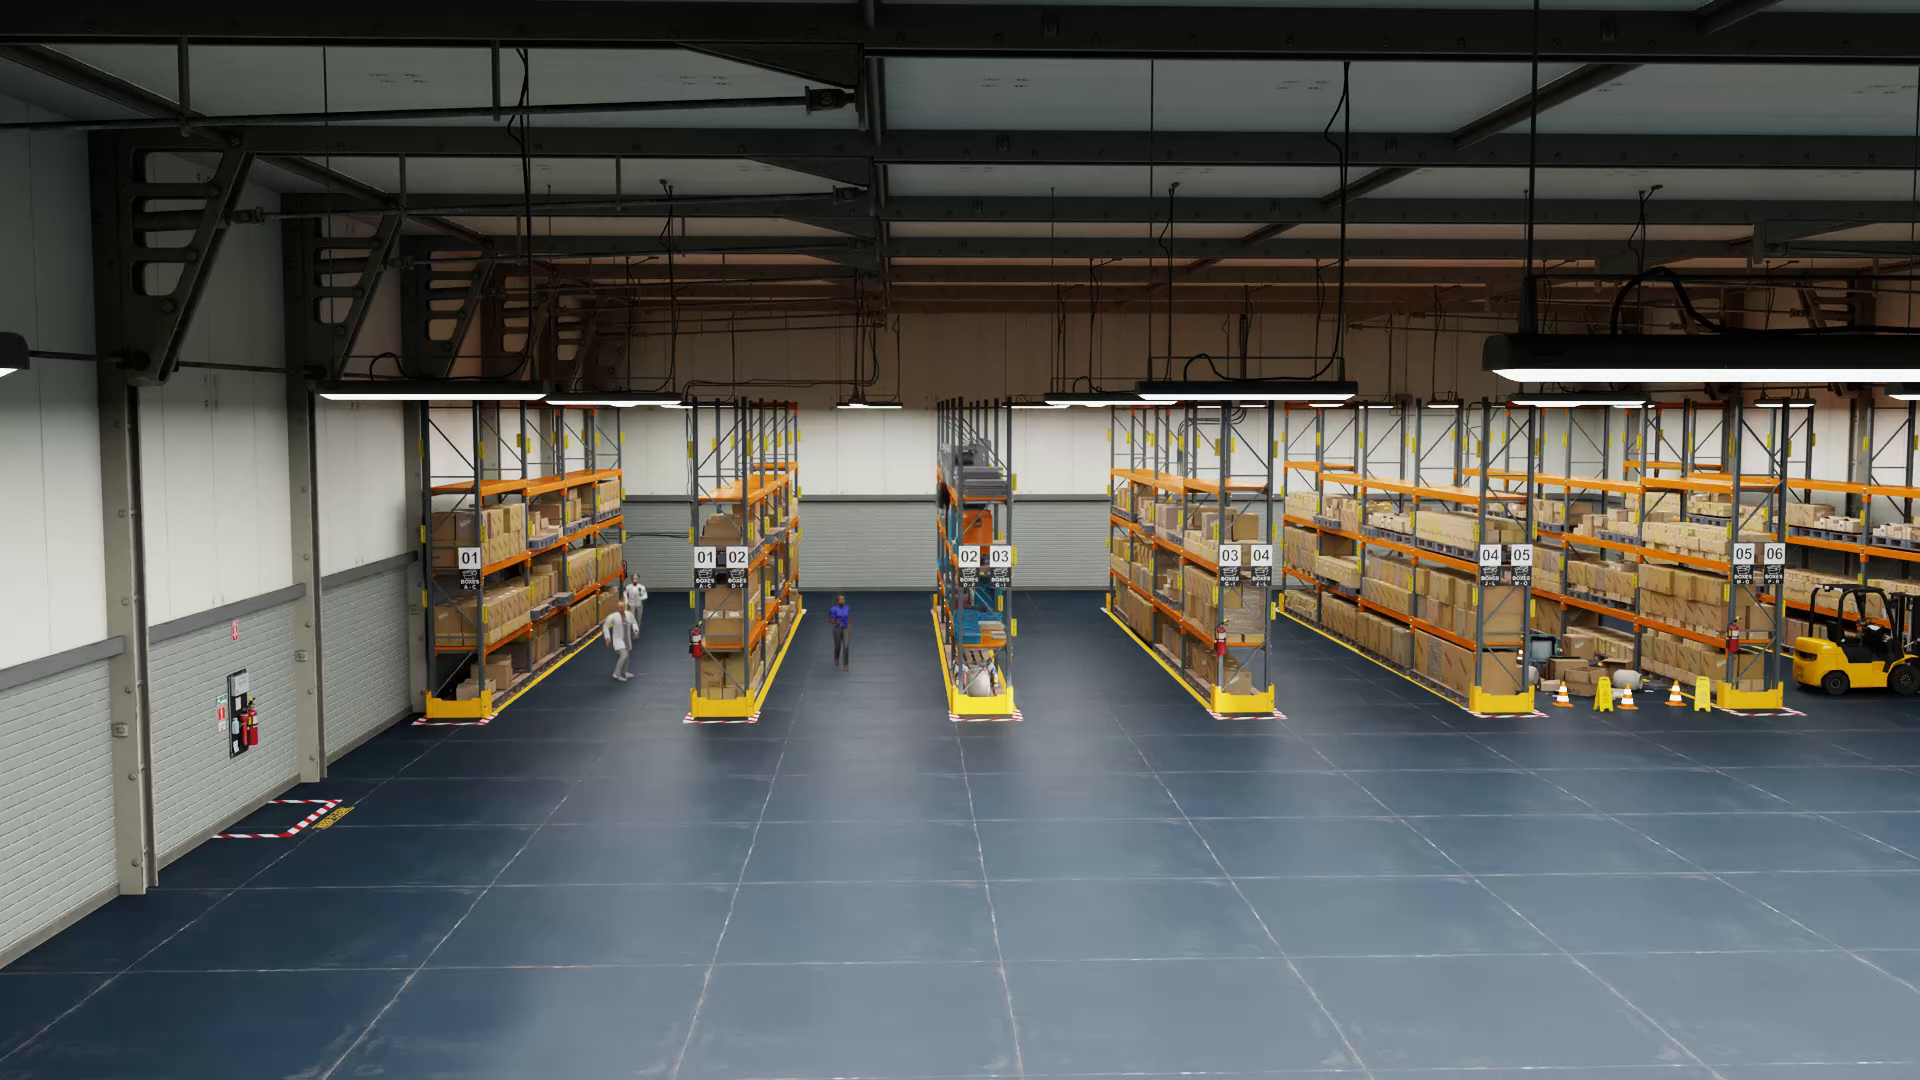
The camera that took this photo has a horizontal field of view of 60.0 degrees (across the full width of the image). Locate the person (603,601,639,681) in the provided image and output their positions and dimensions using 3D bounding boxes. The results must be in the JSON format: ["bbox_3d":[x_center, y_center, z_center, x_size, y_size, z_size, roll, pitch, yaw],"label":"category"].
[{"bbox_3d":[-7.171,2.164,35.466,0.876,1.745,0.686,3,6,38],"label":"person"}]

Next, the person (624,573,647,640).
[{"bbox_3d":[-8.113,1.672,41.580,0.599,1.665,0.650,-1,4,-8],"label":"person"}]

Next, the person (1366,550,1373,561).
[{"bbox_3d":[12.380,1.069,50.064,0.725,1.568,0.540,-1,5,-16],"label":"person"}]

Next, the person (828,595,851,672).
[{"bbox_3d":[-2.652,2.043,36.832,0.558,1.665,0.927,-1,5,-14],"label":"person"}]
